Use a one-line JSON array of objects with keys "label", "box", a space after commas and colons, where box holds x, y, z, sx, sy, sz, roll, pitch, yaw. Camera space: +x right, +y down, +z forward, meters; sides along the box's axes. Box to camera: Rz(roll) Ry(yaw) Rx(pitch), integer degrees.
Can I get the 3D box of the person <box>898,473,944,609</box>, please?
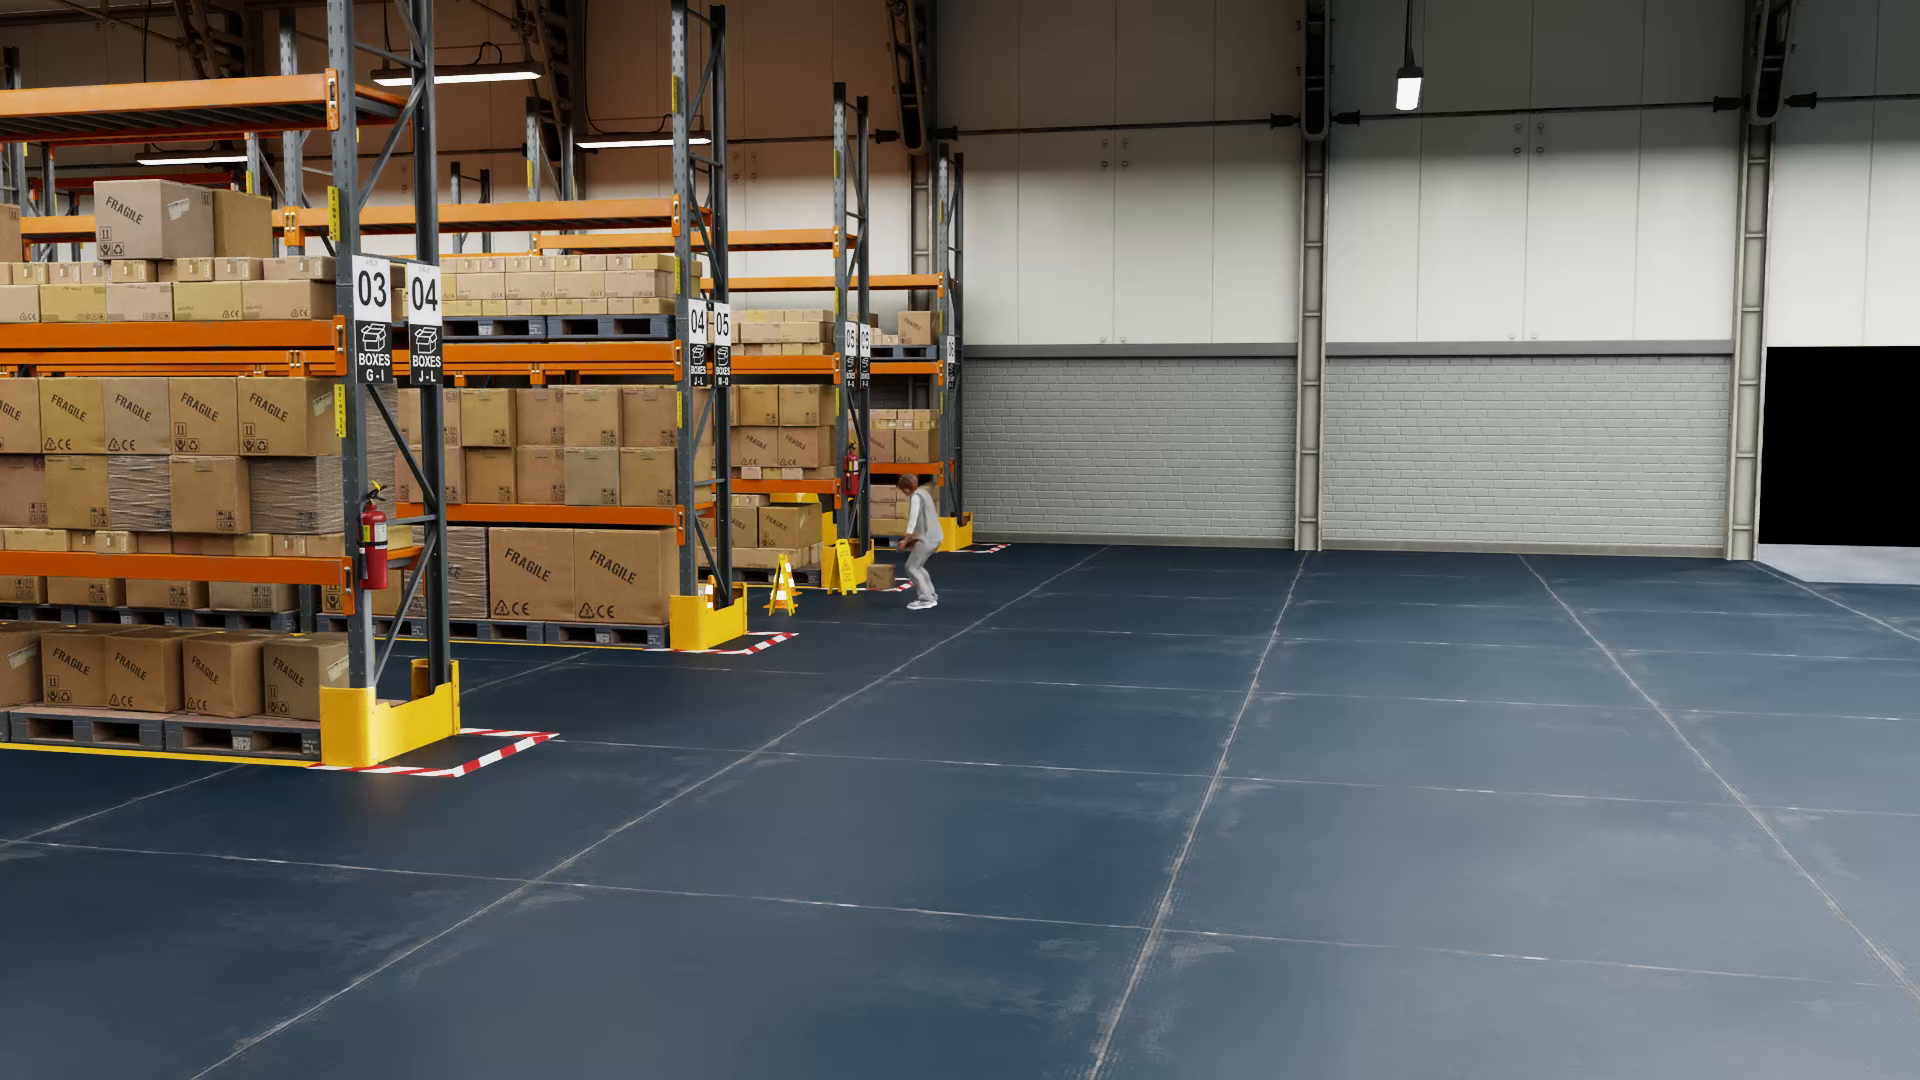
[{"label": "person", "box": [-0.436, 0.026, 18.200, 0.497, 1.453, 0.447, 1, 5, 15]}]
